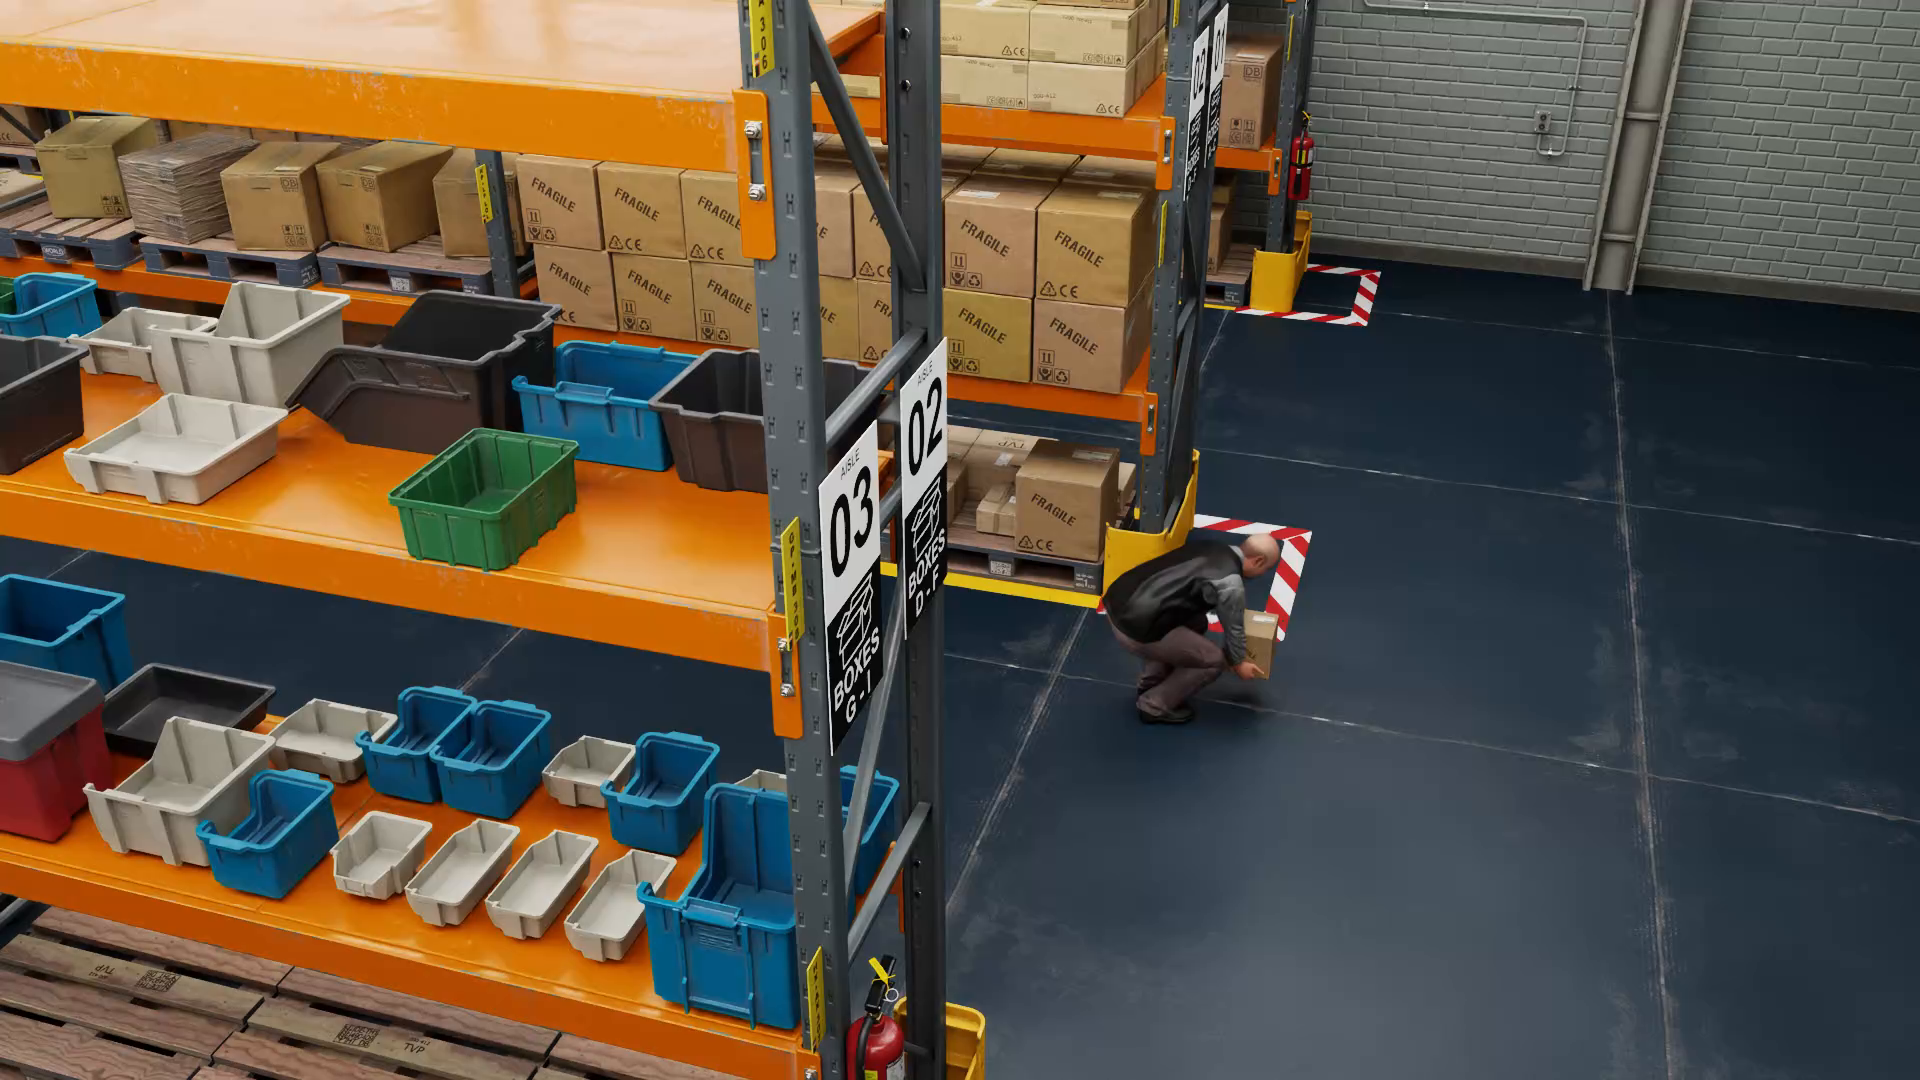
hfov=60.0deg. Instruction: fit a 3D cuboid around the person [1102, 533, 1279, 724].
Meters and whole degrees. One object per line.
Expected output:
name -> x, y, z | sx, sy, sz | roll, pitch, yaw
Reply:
person -> 1.202, 0.437, 8.551 | 0.937, 0.950, 0.503 | -5, 29, -10
